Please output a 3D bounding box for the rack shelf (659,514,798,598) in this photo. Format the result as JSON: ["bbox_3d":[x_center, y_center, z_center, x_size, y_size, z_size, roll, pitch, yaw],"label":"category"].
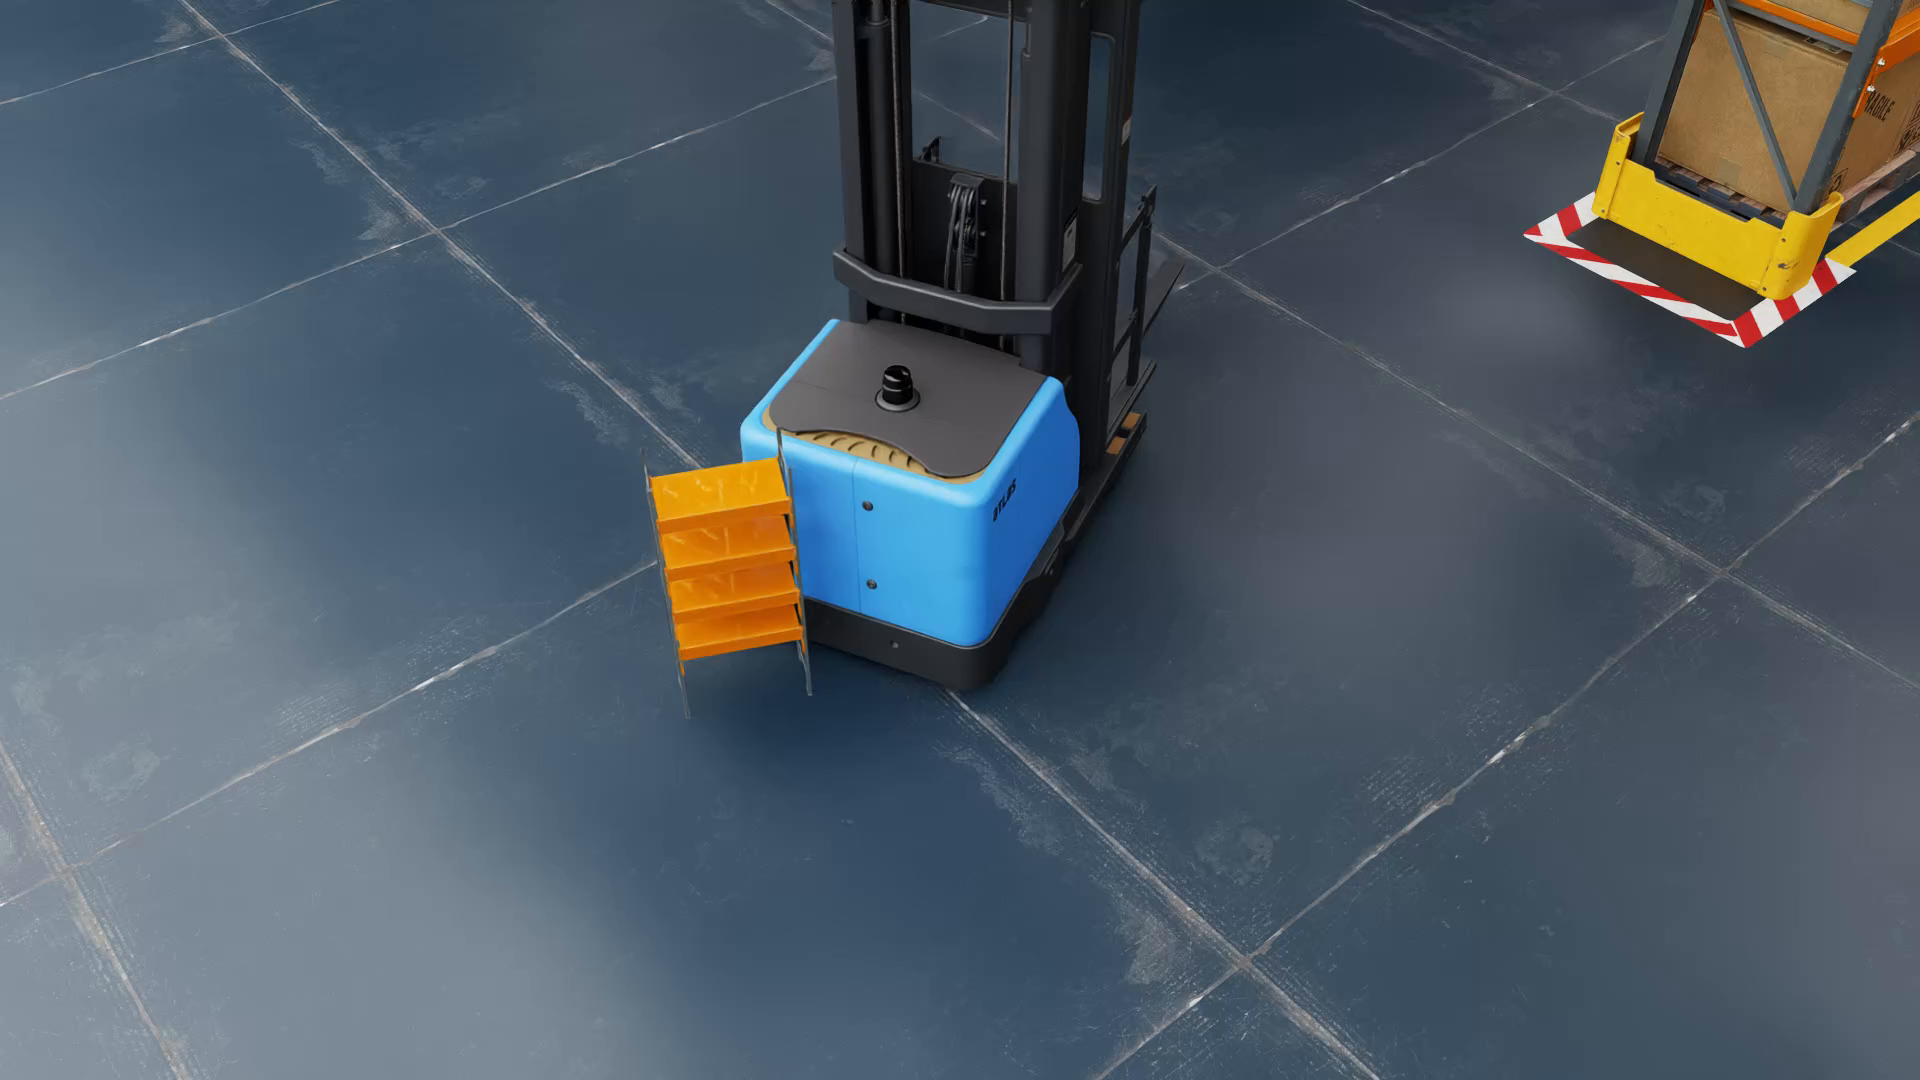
[{"bbox_3d":[-0.863,0.034,6.162,0.480,0.148,0.258,-10,44,-10],"label":"rack shelf"}]

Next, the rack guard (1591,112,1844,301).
[{"bbox_3d":[3.996,-1.789,8.843,0.348,0.500,1.175,-30,51,-28],"label":"rack guard"}]

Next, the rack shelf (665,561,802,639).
[{"bbox_3d":[-0.863,0.197,6.315,0.480,0.148,0.258,-10,44,-10],"label":"rack shelf"}]

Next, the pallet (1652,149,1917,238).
[{"bbox_3d":[4.577,-2.086,9.371,1.213,0.211,1.003,-30,51,-28],"label":"pallet"}]

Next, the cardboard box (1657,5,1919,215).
[{"bbox_3d":[4.492,-2.421,8.936,0.875,0.875,0.875,-29,51,-28],"label":"cardboard box"}]

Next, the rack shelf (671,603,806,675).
[{"bbox_3d":[-0.863,0.342,6.451,0.480,0.148,0.258,-10,44,-10],"label":"rack shelf"}]

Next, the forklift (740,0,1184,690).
[{"bbox_3d":[0.221,-1.492,6.751,1.130,2.935,3.031,17,46,17],"label":"forklift"}]

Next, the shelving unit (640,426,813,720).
[{"bbox_3d":[-0.863,0.148,6.269,0.503,1.200,0.258,-10,44,-10],"label":"shelving unit"}]

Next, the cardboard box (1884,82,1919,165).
[{"bbox_3d":[5.166,-2.809,9.349,0.875,0.875,0.875,-31,51,-28],"label":"cardboard box"}]

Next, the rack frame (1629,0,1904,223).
[{"bbox_3d":[4.014,-2.710,7.998,0.127,3.000,1.000,-30,51,-28],"label":"rack frame"}]

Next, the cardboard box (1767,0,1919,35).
[{"bbox_3d":[4.270,-2.952,8.146,0.550,0.550,0.875,-30,51,-28],"label":"cardboard box"}]

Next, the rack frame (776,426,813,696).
[{"bbox_3d":[-0.626,0.107,6.314,0.015,1.200,0.240,-10,44,-10],"label":"rack frame"}]

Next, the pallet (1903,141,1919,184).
[{"bbox_3d":[5.513,-2.619,9.938,1.213,0.211,1.003,-30,51,-28],"label":"pallet"}]

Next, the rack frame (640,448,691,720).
[{"bbox_3d":[-1.099,0.190,6.225,0.015,1.200,0.240,-10,44,-10],"label":"rack frame"}]

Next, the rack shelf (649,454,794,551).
[{"bbox_3d":[-0.863,-0.138,6.000,0.480,0.148,0.258,-10,44,-10],"label":"rack shelf"}]

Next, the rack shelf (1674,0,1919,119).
[{"bbox_3d":[5.548,-3.326,9.180,4.000,0.370,1.077,-30,51,-28],"label":"rack shelf"}]
